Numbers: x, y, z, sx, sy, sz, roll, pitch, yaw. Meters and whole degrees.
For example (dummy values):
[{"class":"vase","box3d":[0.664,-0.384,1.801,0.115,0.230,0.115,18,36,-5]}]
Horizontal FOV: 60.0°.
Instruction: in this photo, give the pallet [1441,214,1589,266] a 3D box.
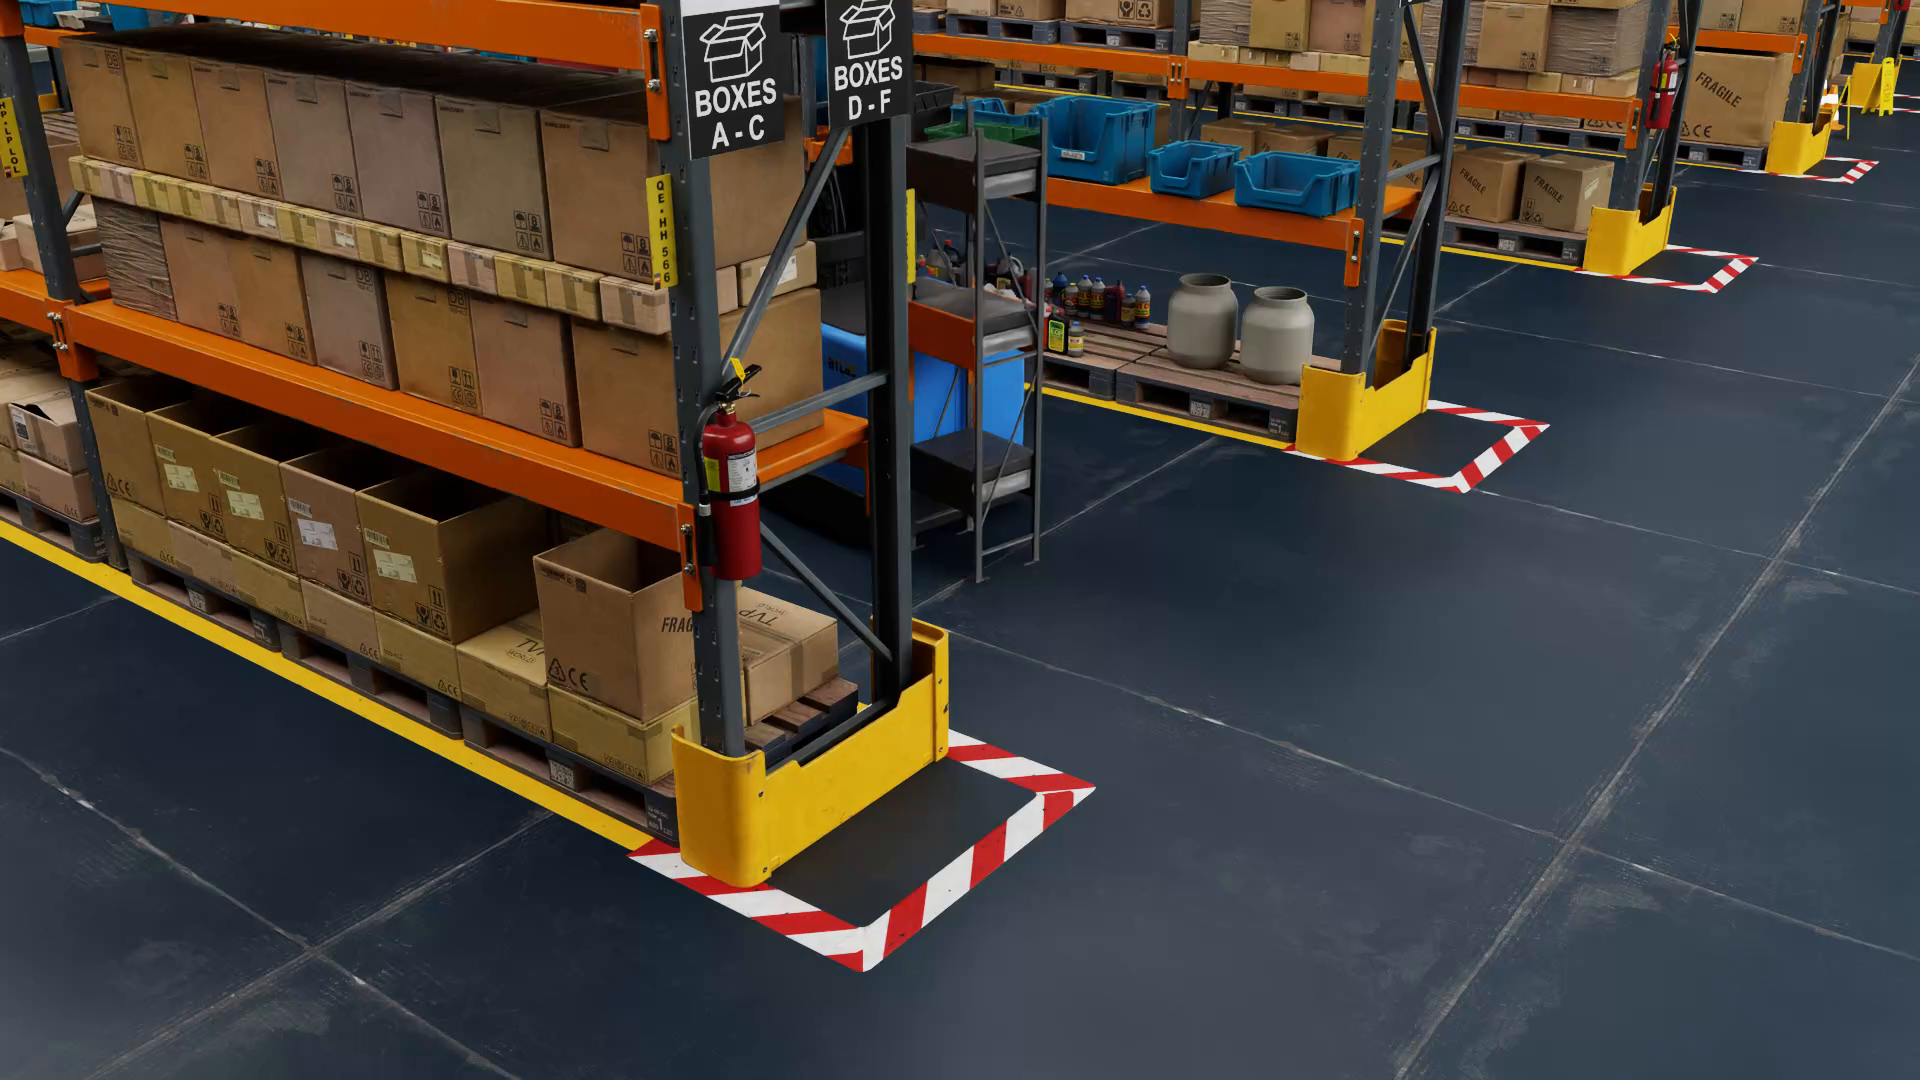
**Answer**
[{"class":"pallet","box3d":[4.730,-2.572,13.825,1.213,0.211,1.003,17,29,33]}]

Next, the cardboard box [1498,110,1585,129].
[{"class":"cardboard box","box3d":[6.459,-4.993,17.977,0.875,0.875,0.875,17,29,34]}]

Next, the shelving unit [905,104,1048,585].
[{"class":"shelving unit","box3d":[0.064,-0.881,7.646,0.431,2.100,0.503,-19,30,-37]}]

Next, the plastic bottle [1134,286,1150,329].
[{"class":"plastic bottle","box3d":[1.185,-1.515,10.807,0.097,0.271,0.097,0,24,0]}]

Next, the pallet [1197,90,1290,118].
[{"class":"pallet","box3d":[3.631,-5.346,20.121,1.213,0.211,1.003,17,29,33]}]

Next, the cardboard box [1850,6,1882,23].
[{"class":"cardboard box","box3d":[13.365,-7.726,24.333,0.500,0.250,0.500,16,29,33]}]

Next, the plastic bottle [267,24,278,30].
[{"class":"plastic bottle","box3d":[-6.308,-4.740,15.348,0.185,0.351,0.144,17,29,33]}]

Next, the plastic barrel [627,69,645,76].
[{"class":"plastic barrel","box3d":[-2.319,-3.637,12.616,0.433,0.535,0.433,0,24,0]}]

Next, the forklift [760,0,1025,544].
[{"class":"forklift","box3d":[-1.000,-1.839,8.789,1.130,2.935,3.031,-19,30,-37]}]

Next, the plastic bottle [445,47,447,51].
[{"class":"plastic bottle","box3d":[-4.341,-4.208,14.225,0.133,0.283,0.061,17,29,33]}]

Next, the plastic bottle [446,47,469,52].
[{"class":"plastic bottle","box3d":[-4.196,-4.061,13.901,0.135,0.276,0.152,17,29,33]}]

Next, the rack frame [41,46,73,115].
[{"class":"rack frame","box3d":[-10.354,-5.893,17.904,0.127,3.000,1.000,17,29,33]}]

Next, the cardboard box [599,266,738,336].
[{"class":"cardboard box","box3d":[-0.945,-0.800,5.417,0.250,0.149,0.380,16,29,32]}]

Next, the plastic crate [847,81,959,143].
[{"class":"plastic crate","box3d":[-0.409,-2.795,10.950,0.504,0.338,0.767,17,29,33]}]

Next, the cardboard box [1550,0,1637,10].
[{"class":"cardboard box","box3d":[4.831,-4.314,12.589,0.500,0.500,0.500,17,29,33]}]

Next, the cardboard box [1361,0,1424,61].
[{"class":"cardboard box","box3d":[3.756,-4.287,13.767,0.500,0.500,0.875,17,29,33]}]

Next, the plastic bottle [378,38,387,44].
[{"class":"plastic bottle","box3d":[-5.106,-4.424,14.731,0.097,0.271,0.097,0,24,0]}]

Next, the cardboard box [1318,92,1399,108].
[{"class":"cardboard box","box3d":[4.724,-5.448,19.165,0.750,0.750,1.050,17,29,33]}]

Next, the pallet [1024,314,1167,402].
[{"class":"pallet","box3d":[0.741,-1.244,10.812,1.213,0.211,1.003,17,29,33]}]

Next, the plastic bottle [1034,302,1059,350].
[{"class":"plastic bottle","box3d":[0.531,-1.351,10.428,0.135,0.276,0.152,17,29,34]}]

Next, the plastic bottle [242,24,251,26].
[{"class":"plastic bottle","box3d":[-6.271,-4.410,14.692,0.135,0.276,0.152,17,29,33]}]

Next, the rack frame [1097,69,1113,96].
[{"class":"rack frame","box3d":[2.073,-7.132,20.717,0.127,3.000,1.000,17,29,33]}]

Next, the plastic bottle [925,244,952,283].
[{"class":"plastic bottle","box3d":[-0.150,-1.871,11.515,0.185,0.351,0.144,17,29,33]}]

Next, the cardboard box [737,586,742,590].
[{"class":"cardboard box","box3d":[-1.223,0.319,6.696,0.500,0.250,0.500,17,29,33]}]

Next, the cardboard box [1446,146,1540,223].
[{"class":"cardboard box","box3d":[4.431,-2.960,13.827,0.500,0.500,0.500,-17,29,-34]}]

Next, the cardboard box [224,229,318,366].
[{"class":"cardboard box","box3d":[-2.542,-1.086,6.871,0.500,0.500,0.700,17,29,34]}]

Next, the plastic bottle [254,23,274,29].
[{"class":"plastic bottle","box3d":[-6.179,-4.459,14.804,0.135,0.276,0.152,17,29,33]}]

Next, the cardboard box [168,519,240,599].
[{"class":"cardboard box","box3d":[-3.139,0.005,7.408,0.500,0.250,0.500,17,29,33]}]

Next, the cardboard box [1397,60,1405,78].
[{"class":"cardboard box","box3d":[3.646,-3.921,13.740,0.250,0.149,0.380,17,29,33]}]

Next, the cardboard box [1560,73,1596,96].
[{"class":"cardboard box","box3d":[4.868,-3.570,12.943,0.250,0.149,0.380,17,29,33]}]

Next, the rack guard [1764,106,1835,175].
[{"class":"rack guard","box3d":[8.494,-4.048,16.817,0.348,0.500,1.175,17,29,33]}]

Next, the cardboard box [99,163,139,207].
[{"class":"cardboard box","box3d":[-3.426,-1.548,7.115,0.250,0.149,0.380,17,29,34]}]

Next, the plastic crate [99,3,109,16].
[{"class":"plastic crate","box3d":[-8.557,-5.430,16.986,0.300,0.233,0.416,17,29,33]}]

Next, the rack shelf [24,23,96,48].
[{"class":"rack shelf","box3d":[-8.754,-5.080,16.951,4.000,0.370,1.077,17,29,33]}]

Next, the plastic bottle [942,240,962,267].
[{"class":"plastic bottle","box3d":[-0.064,-1.917,11.621,0.185,0.351,0.144,16,28,32]}]

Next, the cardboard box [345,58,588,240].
[{"class":"cardboard box","box3d":[-1.761,-1.443,6.071,0.500,0.500,0.700,17,29,33]}]

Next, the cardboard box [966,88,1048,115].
[{"class":"cardboard box","box3d":[0.475,-4.193,16.601,0.500,0.500,0.700,20,31,38]}]

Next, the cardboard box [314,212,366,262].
[{"class":"cardboard box","box3d":[-2.187,-1.174,6.266,0.250,0.149,0.380,16,29,33]}]

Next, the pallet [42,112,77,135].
[{"class":"pallet","box3d":[-9.718,-4.405,17.985,1.213,0.211,1.003,17,29,33]}]

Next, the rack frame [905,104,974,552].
[{"class":"rack frame","box3d":[-0.095,-0.956,7.815,0.400,2.100,0.015,-19,30,-37]}]

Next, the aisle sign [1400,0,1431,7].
[{"class":"aisle sign","box3d":[2.328,-3.100,8.341,0.004,0.787,0.394,17,29,33]}]

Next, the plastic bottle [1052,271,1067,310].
[{"class":"plastic bottle","box3d":[0.669,-1.671,11.161,0.097,0.271,0.097,0,24,0]}]

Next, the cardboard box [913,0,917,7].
[{"class":"cardboard box","box3d":[-0.526,-5.676,16.768,0.500,0.500,0.500,13,27,27]}]

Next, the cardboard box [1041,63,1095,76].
[{"class":"cardboard box","box3d":[1.390,-6.255,21.306,0.500,0.500,0.500,17,29,33]}]

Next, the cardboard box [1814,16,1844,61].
[{"class":"cardboard box","box3d":[10.565,-6.206,20.573,0.500,0.500,0.500,17,29,34]}]

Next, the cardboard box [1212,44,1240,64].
[{"class":"cardboard box","box3d":[2.403,-4.260,14.510,0.250,0.149,0.380,17,29,33]}]

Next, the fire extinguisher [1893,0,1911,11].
[{"class":"fire extinguisher","box3d":[11.178,-6.607,19.621,0.183,0.674,0.296,17,29,33]}]

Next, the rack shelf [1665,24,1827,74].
[{"class":"rack shelf","box3d":[6.875,-5.352,17.569,4.000,0.370,1.077,17,29,33]}]

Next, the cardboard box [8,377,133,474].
[{"class":"cardboard box","box3d":[-4.222,-0.590,8.062,0.500,0.311,0.500,17,29,33]}]

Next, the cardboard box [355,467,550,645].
[{"class":"cardboard box","box3d":[-1.941,0.026,6.430,0.500,0.500,0.500,17,29,33]}]
